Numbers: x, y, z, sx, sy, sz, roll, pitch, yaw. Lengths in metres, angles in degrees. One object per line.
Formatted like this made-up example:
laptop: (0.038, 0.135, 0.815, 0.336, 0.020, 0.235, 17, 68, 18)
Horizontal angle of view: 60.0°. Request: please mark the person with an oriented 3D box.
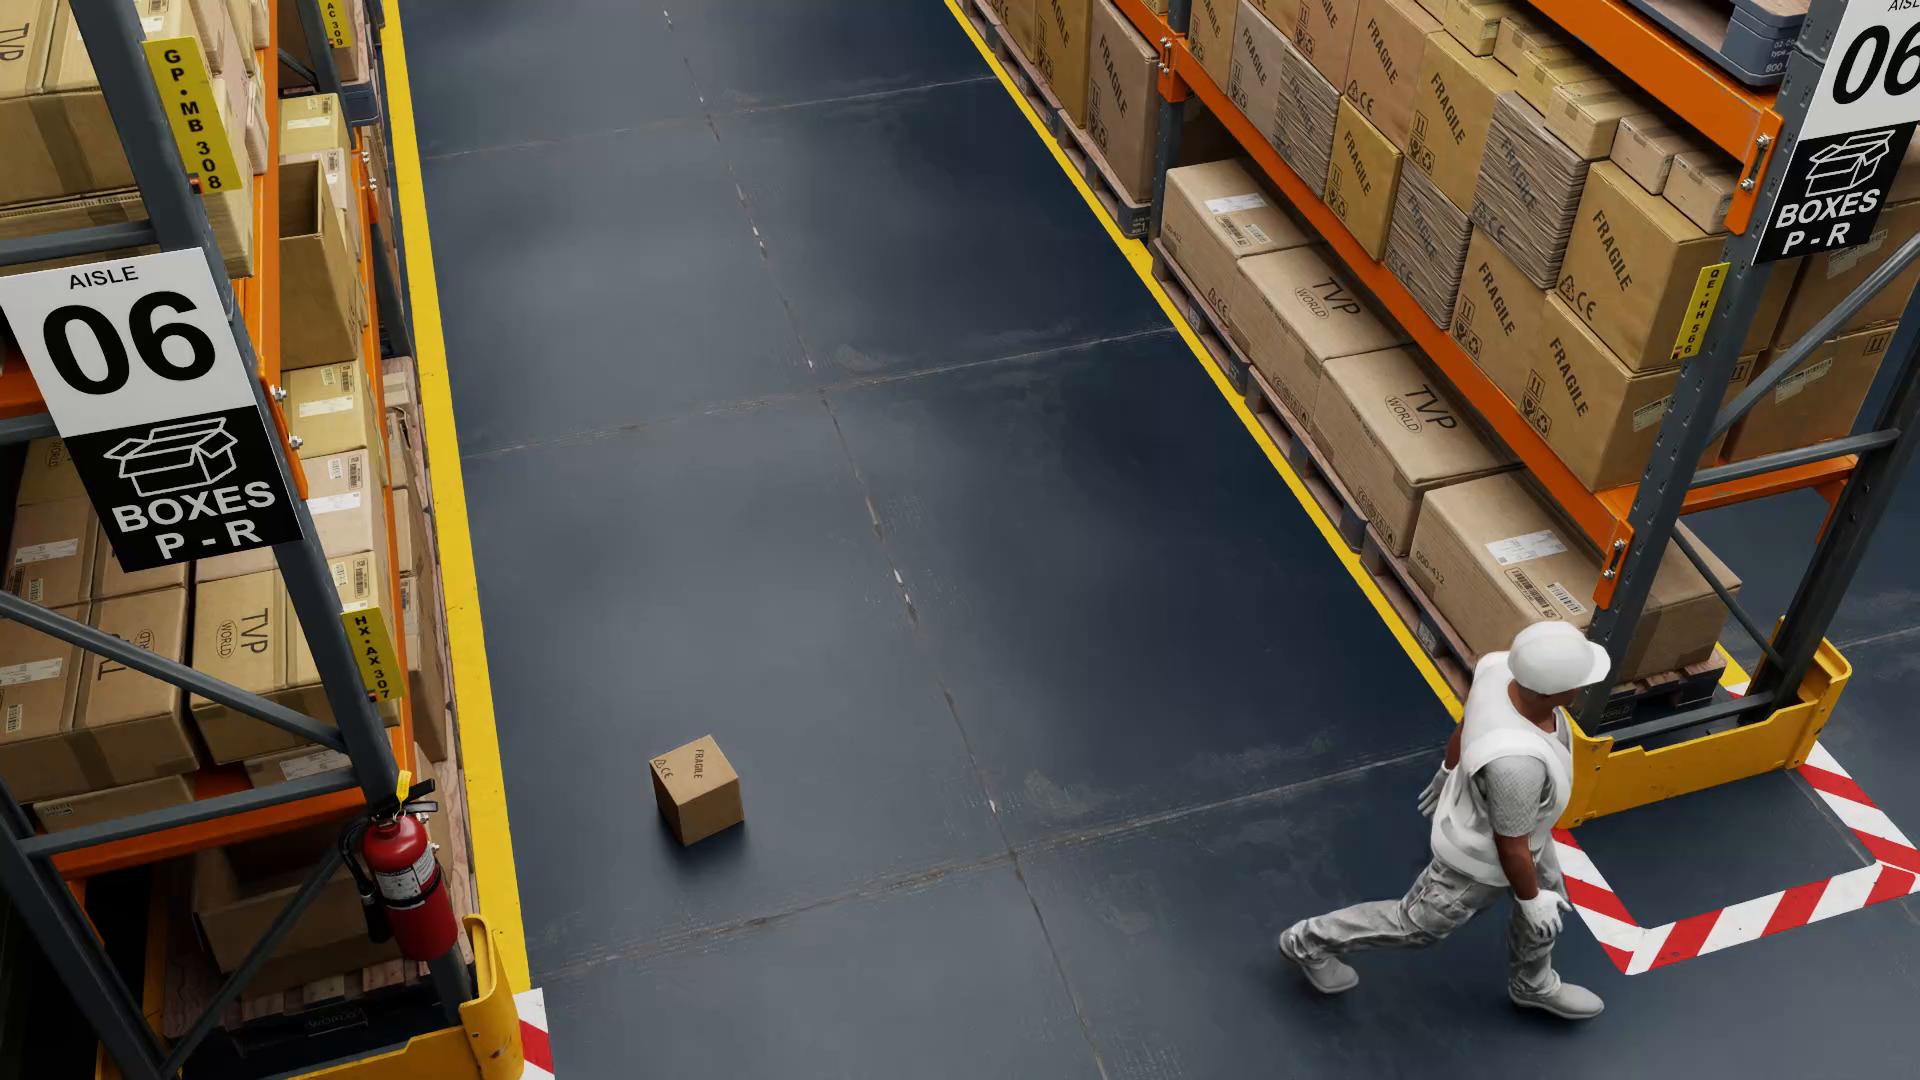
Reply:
person: (1.629, 0.901, 5.136, 1.078, 1.735, 0.538, 15, 44, 16)
